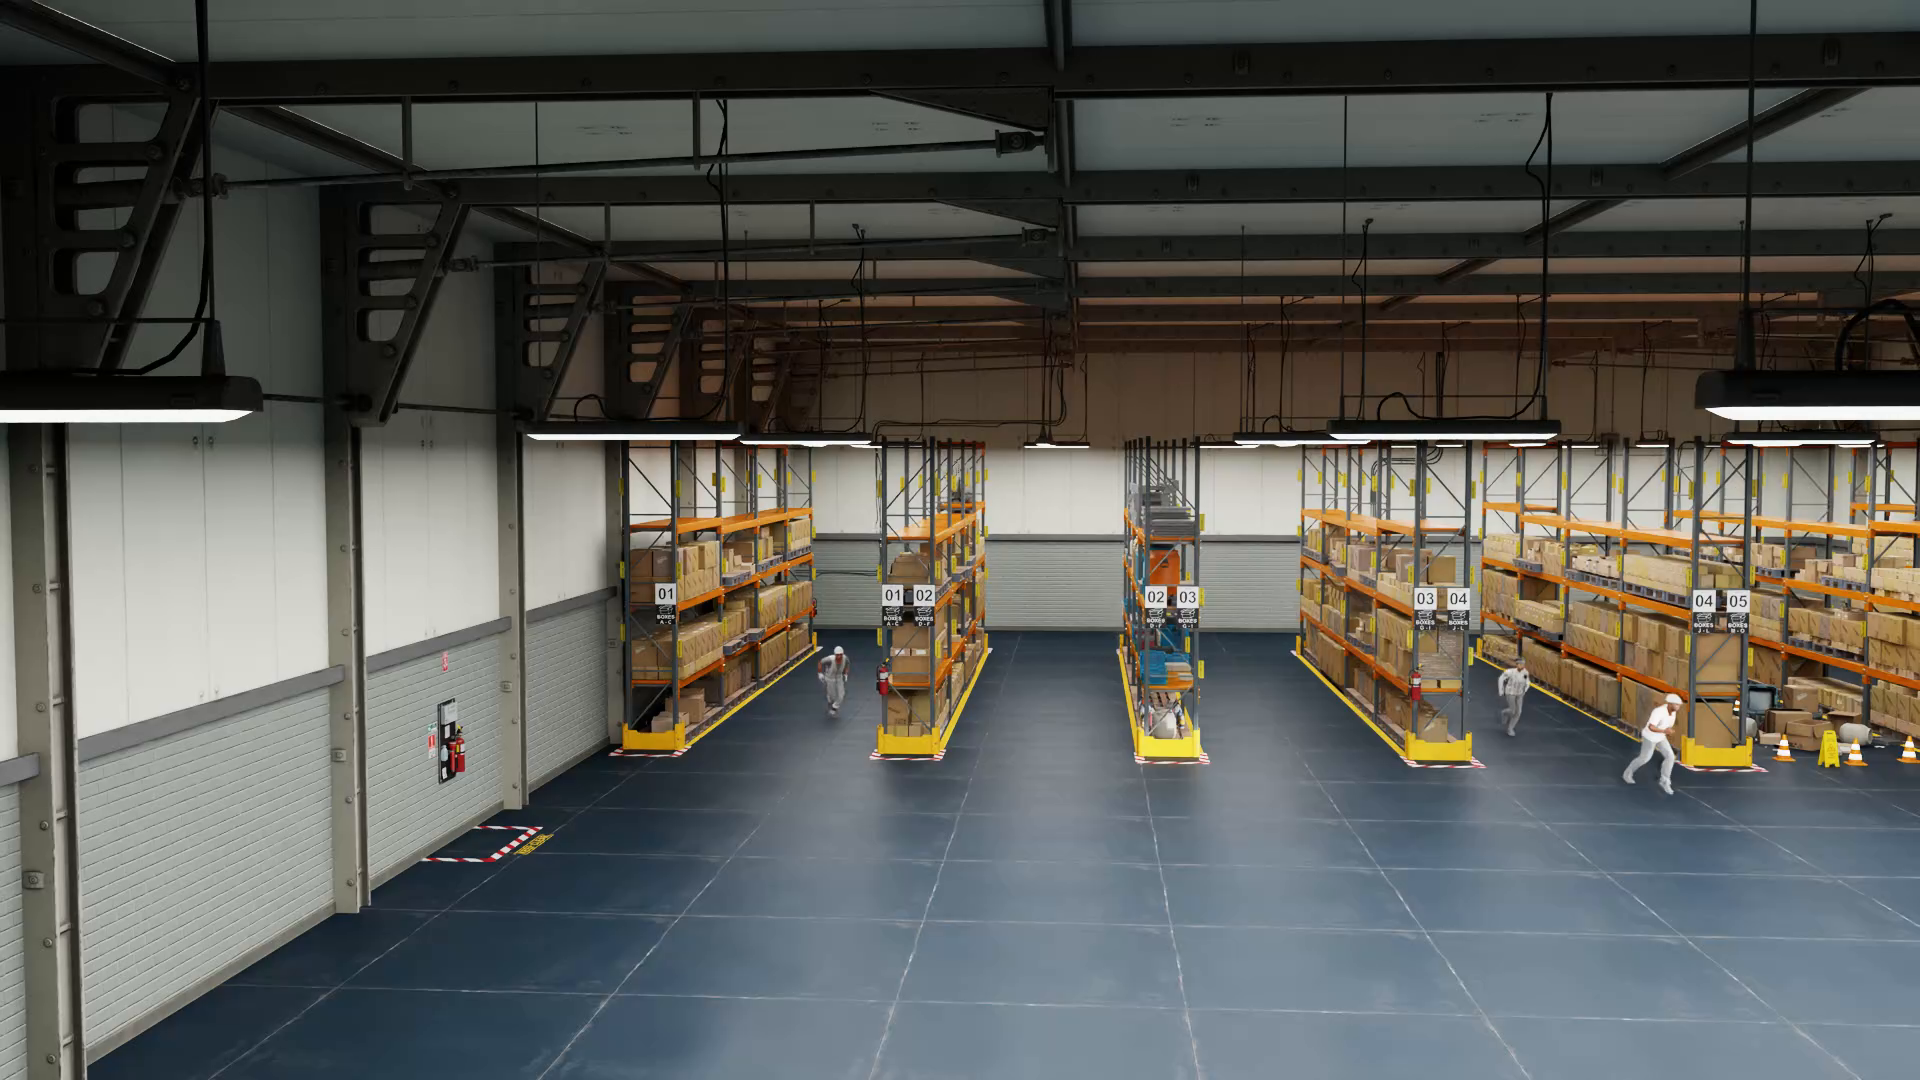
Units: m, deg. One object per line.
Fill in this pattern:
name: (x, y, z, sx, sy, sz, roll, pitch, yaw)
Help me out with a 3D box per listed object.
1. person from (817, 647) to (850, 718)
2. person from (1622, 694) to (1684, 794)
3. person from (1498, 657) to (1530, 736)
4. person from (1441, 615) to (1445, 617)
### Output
person: (-2.692, 3.039, 35.538, 0.686, 1.584, 0.838, -1, 3, -22)
person: (11.706, 3.414, 28.081, 0.746, 1.713, 1.031, -2, 4, -38)
person: (11.182, 3.143, 33.592, 0.609, 1.617, 0.694, -1, 3, -14)
person: (12.413, 2.516, 43.563, 0.586, 1.818, 0.900, 0, 3, -2)
